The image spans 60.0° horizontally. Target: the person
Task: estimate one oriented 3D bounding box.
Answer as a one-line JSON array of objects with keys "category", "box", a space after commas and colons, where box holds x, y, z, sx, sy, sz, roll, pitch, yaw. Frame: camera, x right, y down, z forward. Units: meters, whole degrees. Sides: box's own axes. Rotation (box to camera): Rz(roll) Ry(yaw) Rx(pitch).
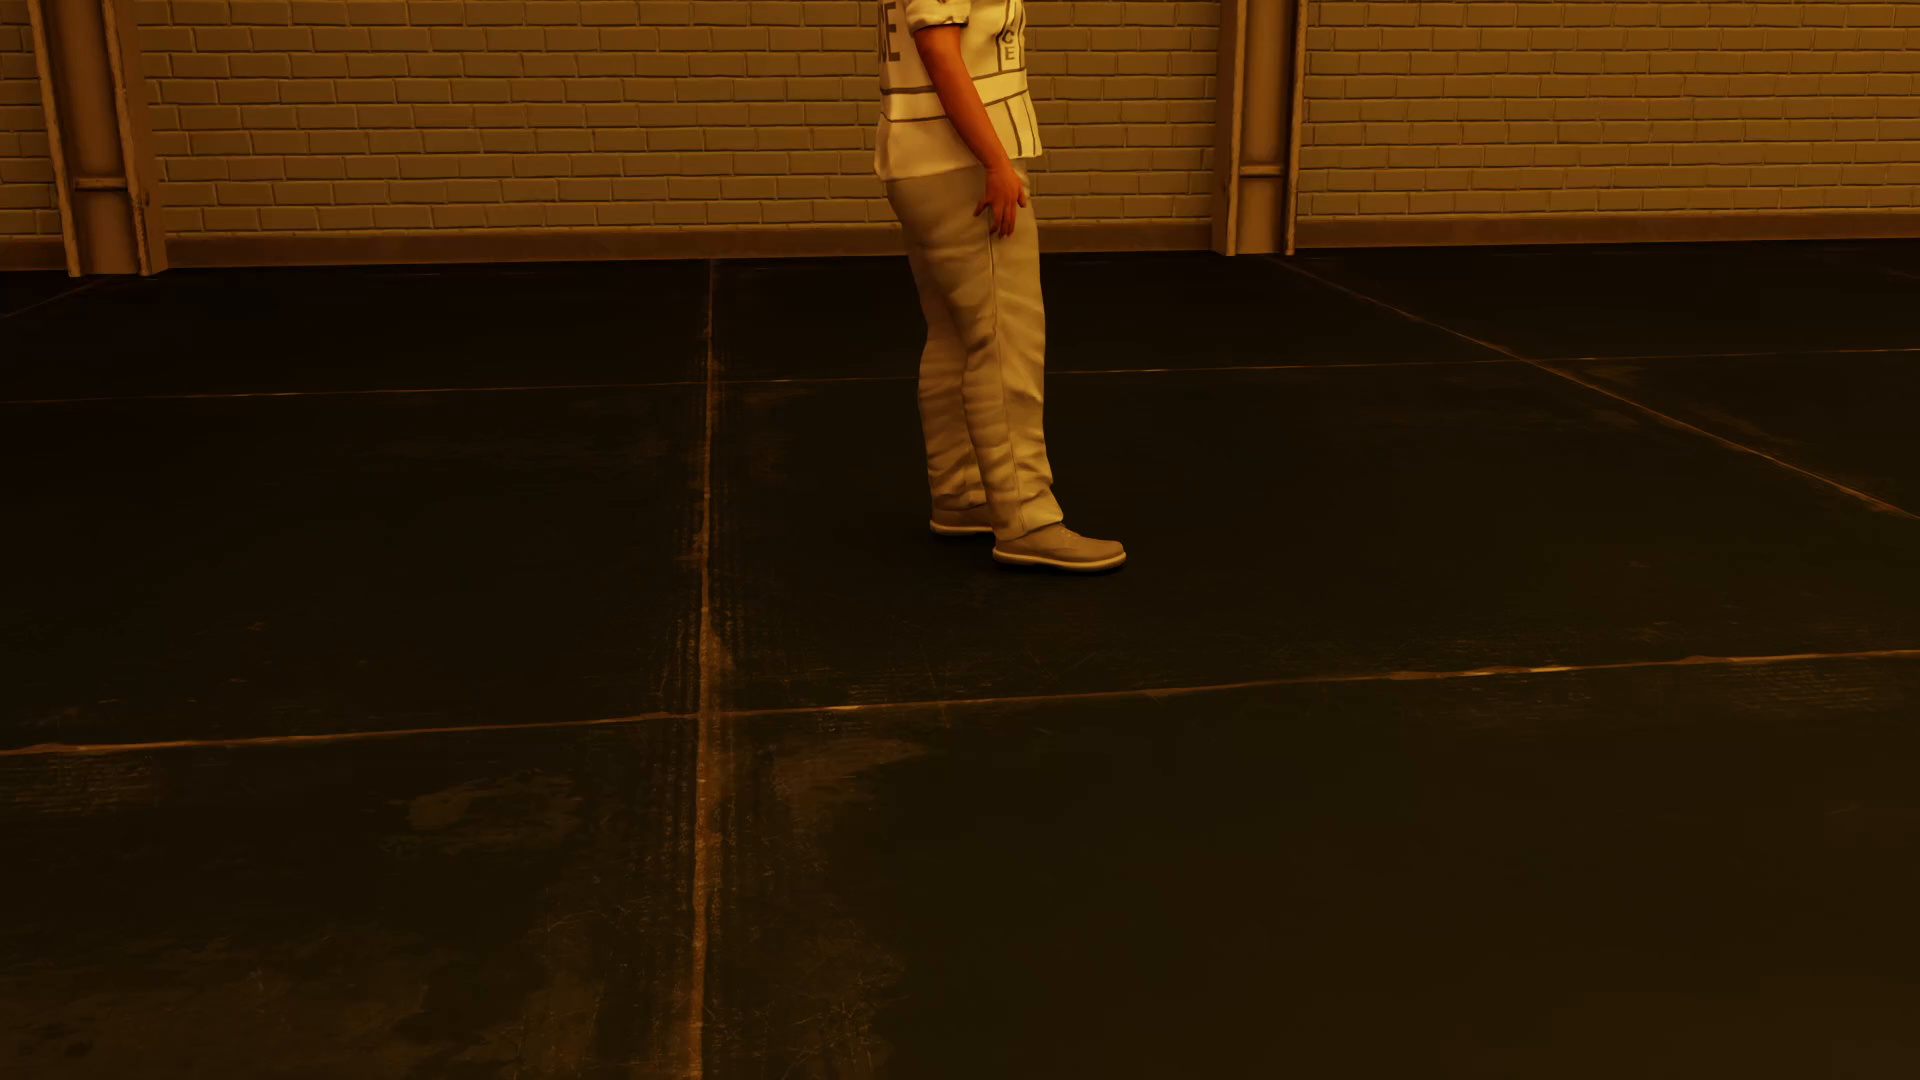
[{"category": "person", "box": [0.079, -0.802, 3.712, 0.529, 1.670, 0.598, -2, 17, -8]}]
